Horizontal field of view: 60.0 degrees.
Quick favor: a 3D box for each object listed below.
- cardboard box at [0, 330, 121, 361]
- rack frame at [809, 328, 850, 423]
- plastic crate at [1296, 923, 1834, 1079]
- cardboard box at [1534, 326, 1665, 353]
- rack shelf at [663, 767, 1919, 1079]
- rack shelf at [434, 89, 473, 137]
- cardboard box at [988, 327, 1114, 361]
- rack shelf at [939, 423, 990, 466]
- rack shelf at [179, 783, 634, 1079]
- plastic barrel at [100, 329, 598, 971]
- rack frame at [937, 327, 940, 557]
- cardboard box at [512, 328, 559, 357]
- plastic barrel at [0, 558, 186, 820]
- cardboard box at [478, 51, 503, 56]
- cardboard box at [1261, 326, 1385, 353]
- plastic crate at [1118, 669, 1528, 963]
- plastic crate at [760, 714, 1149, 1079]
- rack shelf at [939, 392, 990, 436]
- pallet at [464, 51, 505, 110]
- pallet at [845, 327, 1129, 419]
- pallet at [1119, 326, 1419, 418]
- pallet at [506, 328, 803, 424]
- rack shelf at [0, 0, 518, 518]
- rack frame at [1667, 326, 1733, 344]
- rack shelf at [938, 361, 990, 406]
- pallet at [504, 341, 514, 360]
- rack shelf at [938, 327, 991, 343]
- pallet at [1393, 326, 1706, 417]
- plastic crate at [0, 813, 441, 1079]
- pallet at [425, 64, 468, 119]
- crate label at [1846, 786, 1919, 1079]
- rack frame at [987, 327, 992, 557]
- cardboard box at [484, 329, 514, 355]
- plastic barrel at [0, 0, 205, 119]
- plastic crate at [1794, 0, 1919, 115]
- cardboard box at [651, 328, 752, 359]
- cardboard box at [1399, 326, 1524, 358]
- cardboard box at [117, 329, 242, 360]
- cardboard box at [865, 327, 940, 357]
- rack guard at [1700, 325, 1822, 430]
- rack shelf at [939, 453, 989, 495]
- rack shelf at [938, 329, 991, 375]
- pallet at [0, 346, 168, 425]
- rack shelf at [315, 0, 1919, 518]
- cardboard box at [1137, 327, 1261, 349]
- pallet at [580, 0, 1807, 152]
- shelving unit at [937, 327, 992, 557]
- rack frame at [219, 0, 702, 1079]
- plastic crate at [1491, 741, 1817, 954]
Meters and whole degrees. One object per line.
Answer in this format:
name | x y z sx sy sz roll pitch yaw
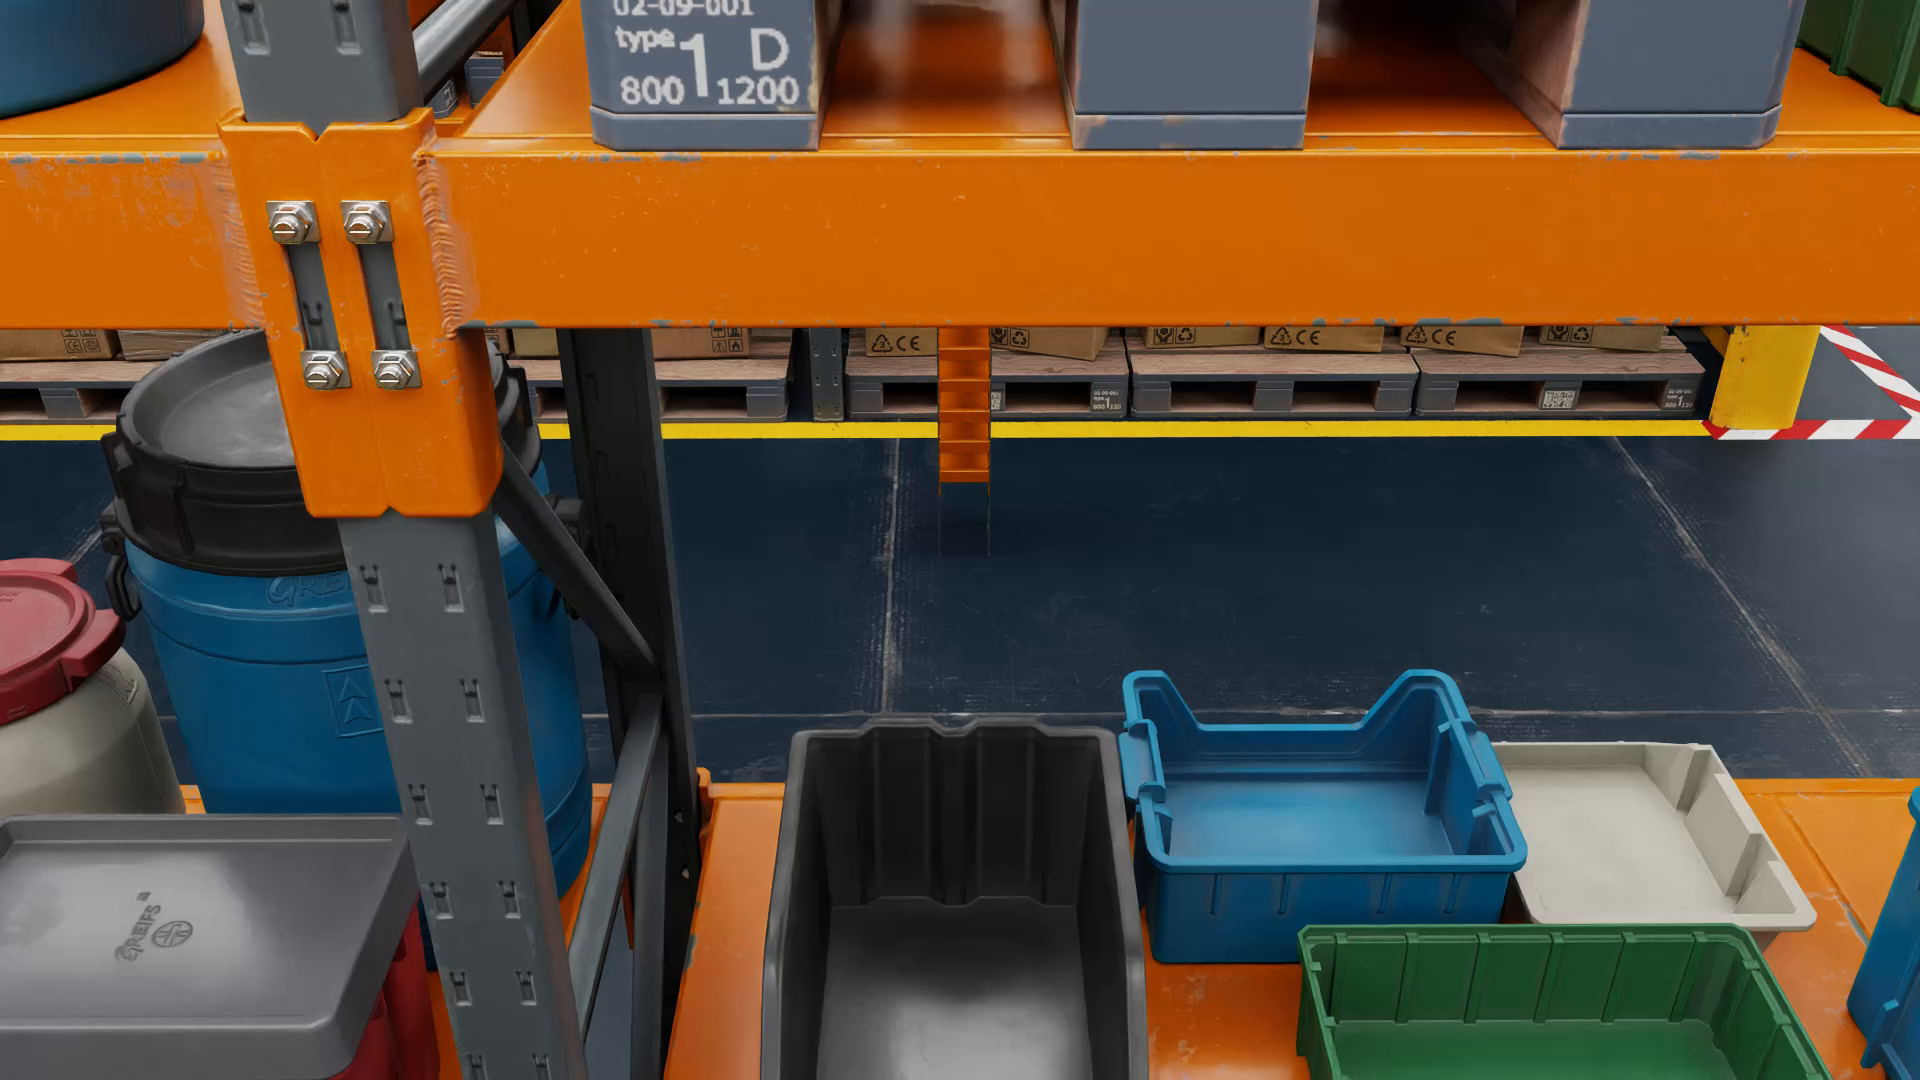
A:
cardboard box | -3.893 -1.159 7.254 0.500 0.500 0.700 -2 31 -3
rack frame | -0.563 -2.040 6.720 0.127 3.000 1.000 0 31 0
plastic crate | 0.826 0.762 2.306 0.662 0.188 0.450 0 31 0
cardboard box | 2.813 -1.170 7.291 0.500 0.500 0.500 5 32 9
rack shelf | 1.467 0.831 2.682 4.000 0.370 1.077 0 31 0
rack shelf | -2.563 -1.726 6.896 4.000 0.370 1.077 0 31 0
cardboard box | 0.410 -1.137 7.237 0.500 0.500 0.500 10 33 15
rack shelf | 0.014 -0.372 6.024 0.180 0.103 0.258 0 31 0
rack shelf | -2.533 0.843 2.662 4.000 0.370 1.077 0 31 0
plastic barrel | -0.921 0.159 2.613 0.708 0.901 0.600 0 31 0
rack frame | -0.077 -0.513 5.938 0.006 1.200 0.240 0 31 0
cardboard box | -1.654 -1.177 7.283 0.500 0.500 0.700 0 31 -1
plastic barrel | -1.491 0.361 2.633 0.433 0.535 0.433 0 31 0
cardboard box | -1.358 -2.546 6.571 1.000 1.000 1.000 0 31 0
cardboard box | 1.589 -1.158 7.272 0.500 0.500 0.500 3 31 4
plastic crate | 0.572 0.449 2.762 0.616 0.251 0.499 0 31 0
plastic crate | -0.008 0.620 2.396 0.504 0.338 0.767 0 31 0
rack shelf | 0.014 -0.475 5.962 0.180 0.103 0.258 0 31 0
pallet | -1.328 -2.031 6.890 1.213 0.211 1.003 0 31 0
pallet | 0.109 -0.868 7.477 1.213 0.211 1.003 0 31 0
pallet | 1.332 -0.873 7.486 1.213 0.211 1.003 0 31 0
pallet | -1.341 -0.844 7.438 1.213 0.211 1.003 0 31 0
rack shelf | -2.533 -0.439 1.884 4.000 0.370 1.077 0 31 0
rack frame | 3.437 -2.052 6.741 0.127 3.000 1.000 0 31 0
rack shelf | 0.014 -0.578 5.900 0.180 0.103 0.258 0 31 0
pallet | -2.564 -0.839 7.429 1.213 0.211 1.003 0 31 0
rack shelf | 0.014 -0.783 5.775 0.180 0.103 0.258 0 31 0
pallet | 2.549 -0.876 7.490 1.213 0.211 1.003 0 31 0
plastic crate | -1.015 0.662 2.205 0.583 0.464 0.402 0 31 0
pallet | -2.583 -1.973 6.794 1.213 0.211 1.003 0 31 0
crate label | 1.628 0.648 2.256 0.616 0.435 0.502 0 31 0
rack frame | 0.106 -0.513 5.939 0.006 1.200 0.240 0 31 0
cardboard box | -2.213 -1.175 7.280 0.500 0.500 0.700 -3 31 -5
plastic barrel | -1.040 -0.853 1.389 0.708 0.901 0.600 0 31 0
plastic crate | 1.047 -0.526 1.538 0.450 0.188 0.336 0 31 0
cardboard box | -1.177 -1.168 7.270 0.500 0.500 0.700 -2 31 -4
cardboard box | 2.215 -1.150 7.259 0.500 0.500 0.500 8 32 13
cardboard box | -3.338 -1.167 7.268 0.500 0.500 0.700 -3 31 -4
cardboard box | -0.162 -1.131 7.227 0.500 0.500 0.500 -1 31 -2
rack guard | 3.361 -0.983 7.389 0.348 0.500 1.175 0 31 0
rack shelf | 0.014 -0.270 6.086 0.180 0.103 0.258 0 31 0
rack shelf | 0.014 -0.680 5.837 0.180 0.103 0.258 0 31 0
pallet | -3.781 -0.837 7.425 1.213 0.211 1.003 0 31 0
rack shelf | 1.467 -0.452 1.904 4.000 0.370 1.077 0 31 0
cardboard box | 1.031 -1.179 7.307 0.500 0.500 0.500 -3 31 -5
pallet | 0.188 -0.725 1.844 1.003 0.211 1.213 0 31 0
shelving unit | 0.014 -0.513 5.939 0.189 1.200 0.258 0 31 0
rack frame | -0.533 0.528 2.488 0.053 2.616 0.949 0 31 0
plastic crate | 1.090 0.506 2.779 0.437 0.136 0.530 0 31 0
